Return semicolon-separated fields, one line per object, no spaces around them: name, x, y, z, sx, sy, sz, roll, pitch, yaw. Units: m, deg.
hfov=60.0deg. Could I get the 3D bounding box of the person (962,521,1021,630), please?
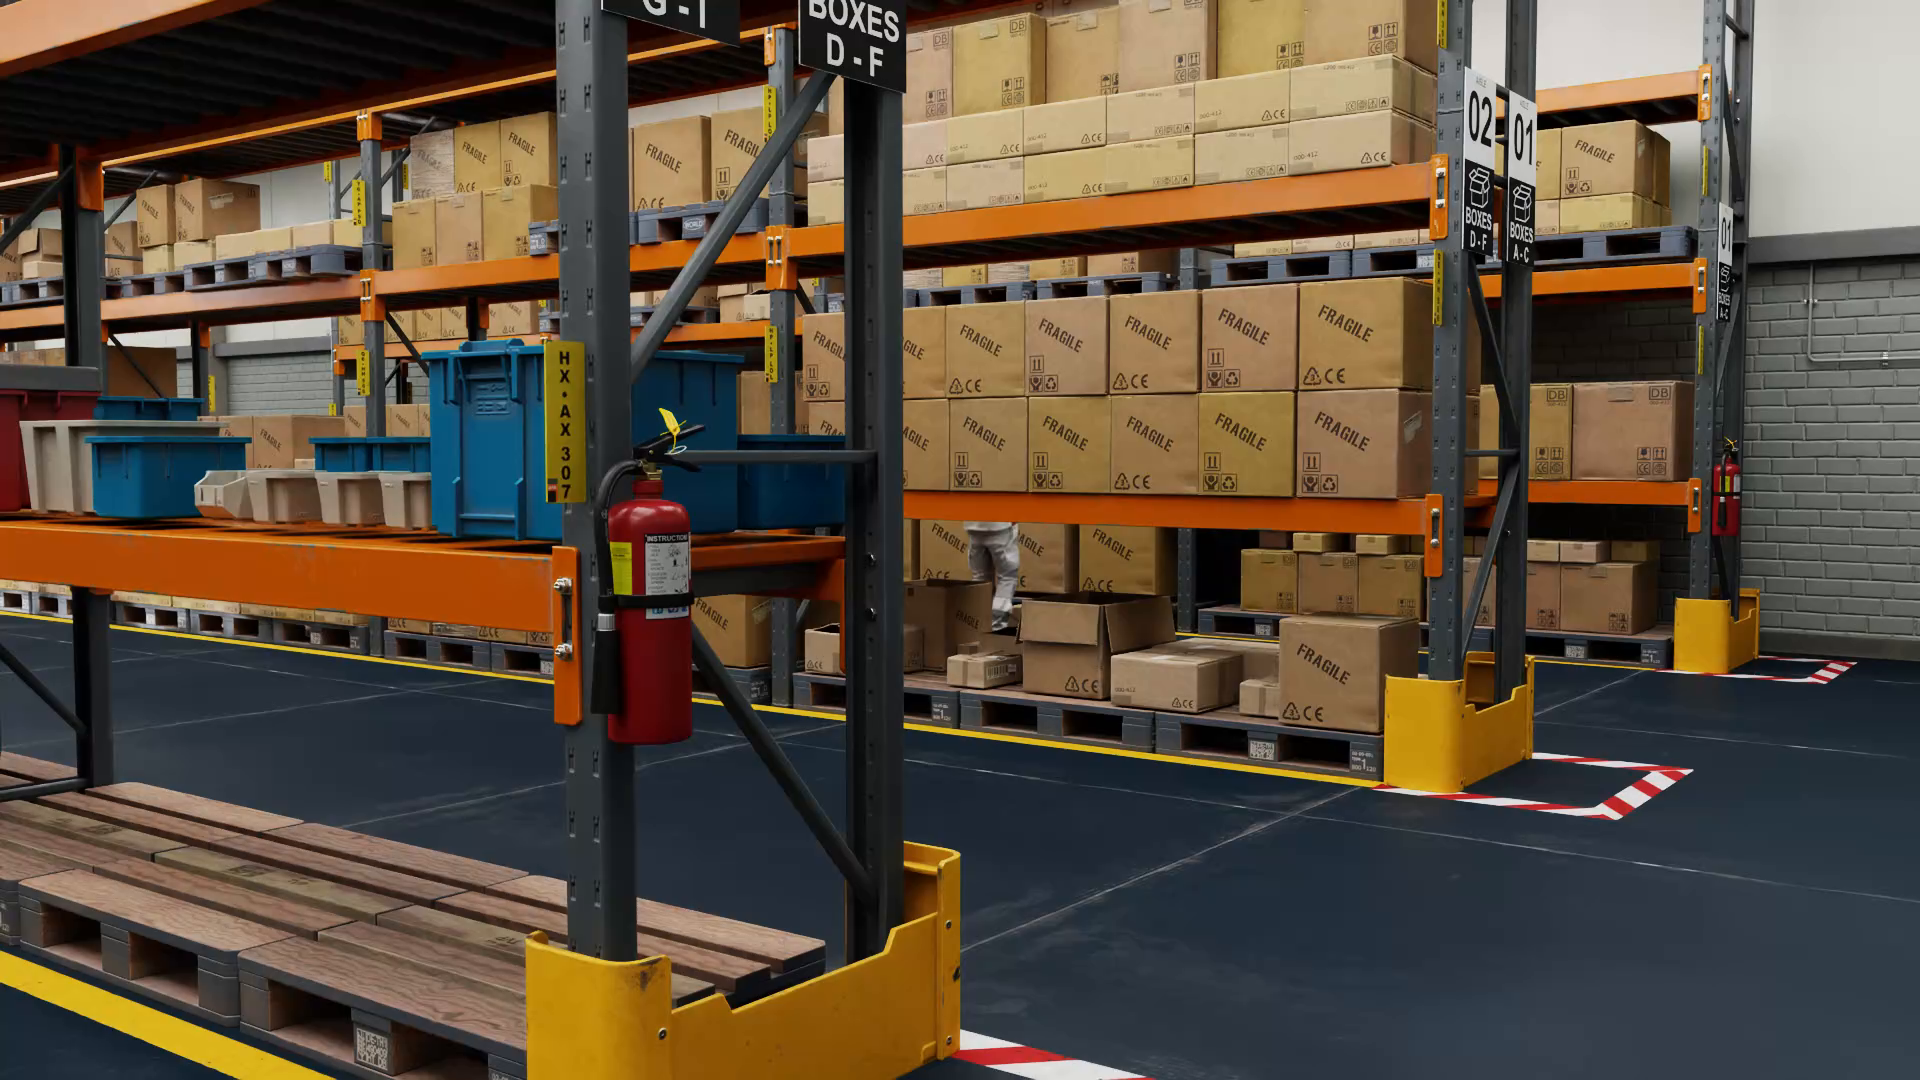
person;0.239;-0.056;13.151;0.544;1.735;0.459;2;4;37
